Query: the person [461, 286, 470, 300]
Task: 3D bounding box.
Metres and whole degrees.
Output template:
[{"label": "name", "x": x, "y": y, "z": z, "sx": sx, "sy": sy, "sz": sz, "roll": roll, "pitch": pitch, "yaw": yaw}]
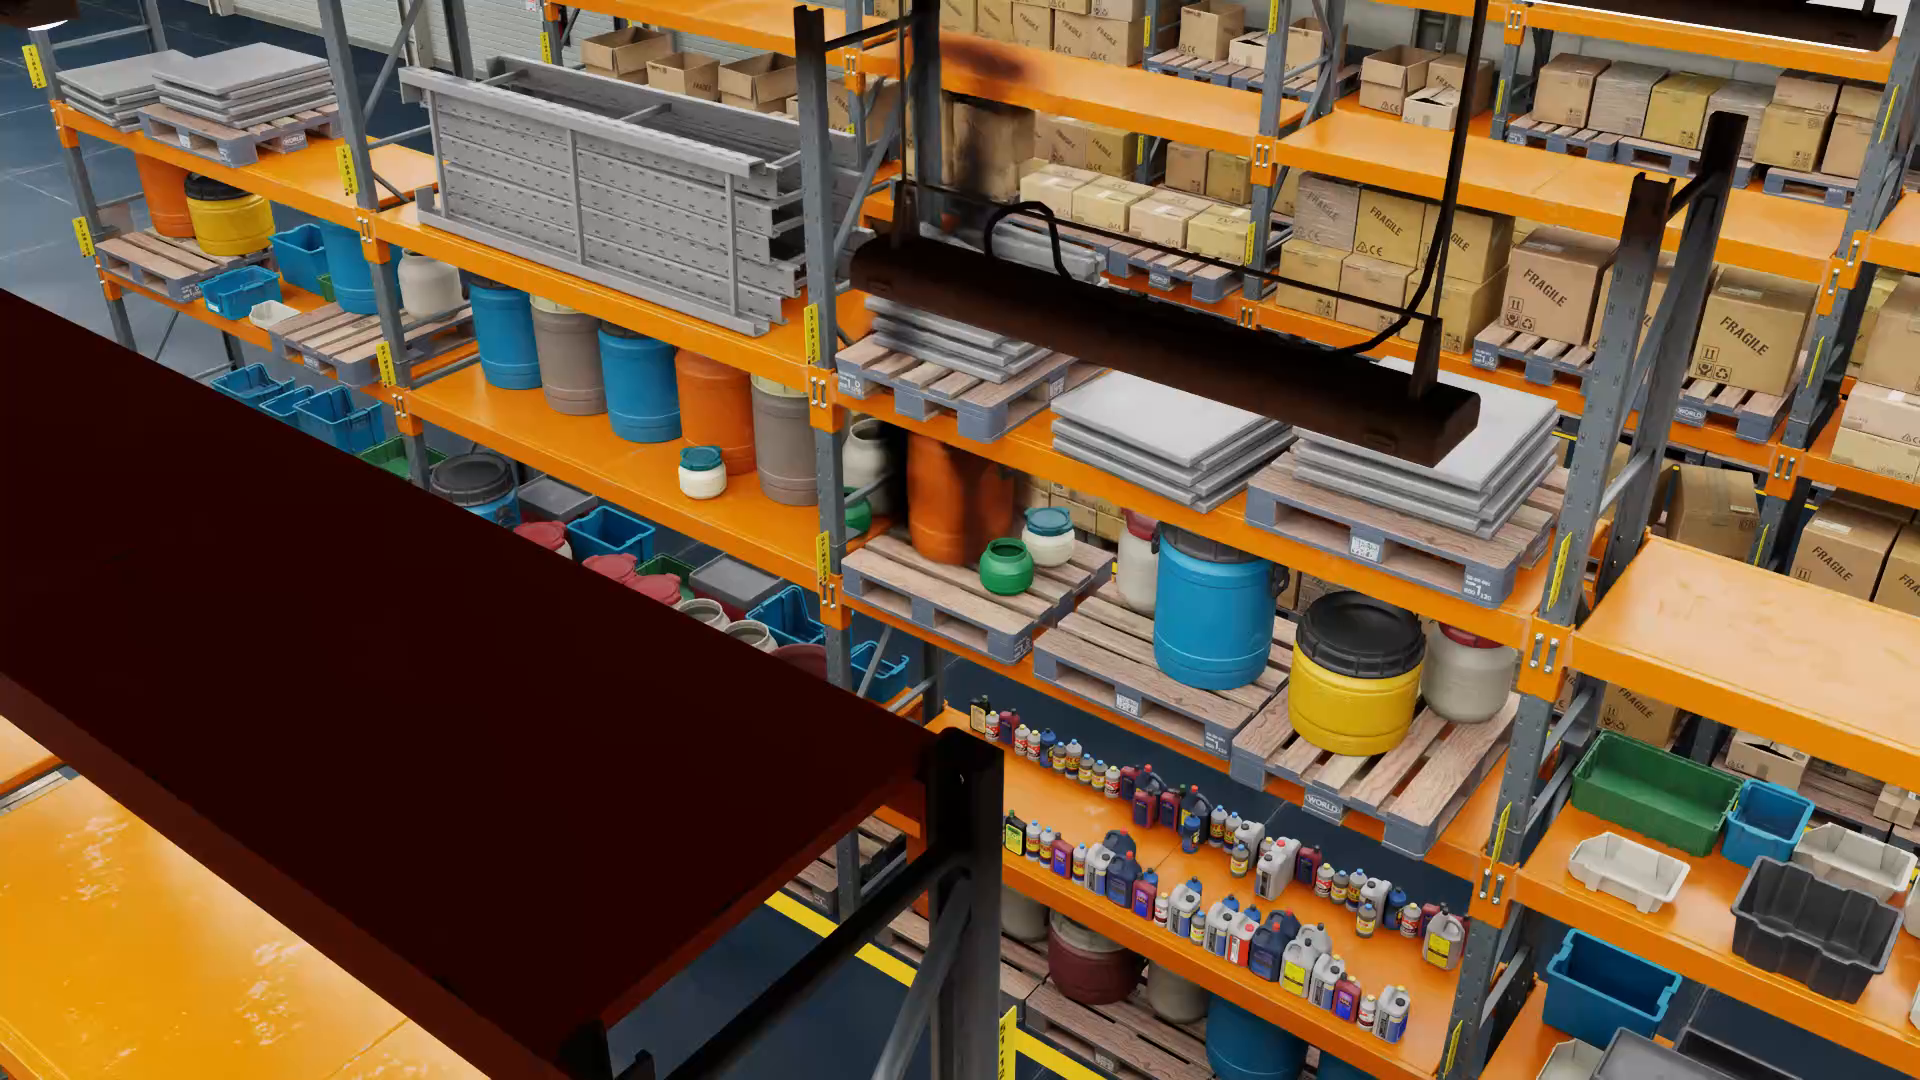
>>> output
[{"label": "person", "x": -5.857, "y": -3.155, "z": 18.853, "sx": 0.665, "sy": 1.691, "sz": 0.660, "roll": -17, "pitch": 35, "yaw": -25}]
